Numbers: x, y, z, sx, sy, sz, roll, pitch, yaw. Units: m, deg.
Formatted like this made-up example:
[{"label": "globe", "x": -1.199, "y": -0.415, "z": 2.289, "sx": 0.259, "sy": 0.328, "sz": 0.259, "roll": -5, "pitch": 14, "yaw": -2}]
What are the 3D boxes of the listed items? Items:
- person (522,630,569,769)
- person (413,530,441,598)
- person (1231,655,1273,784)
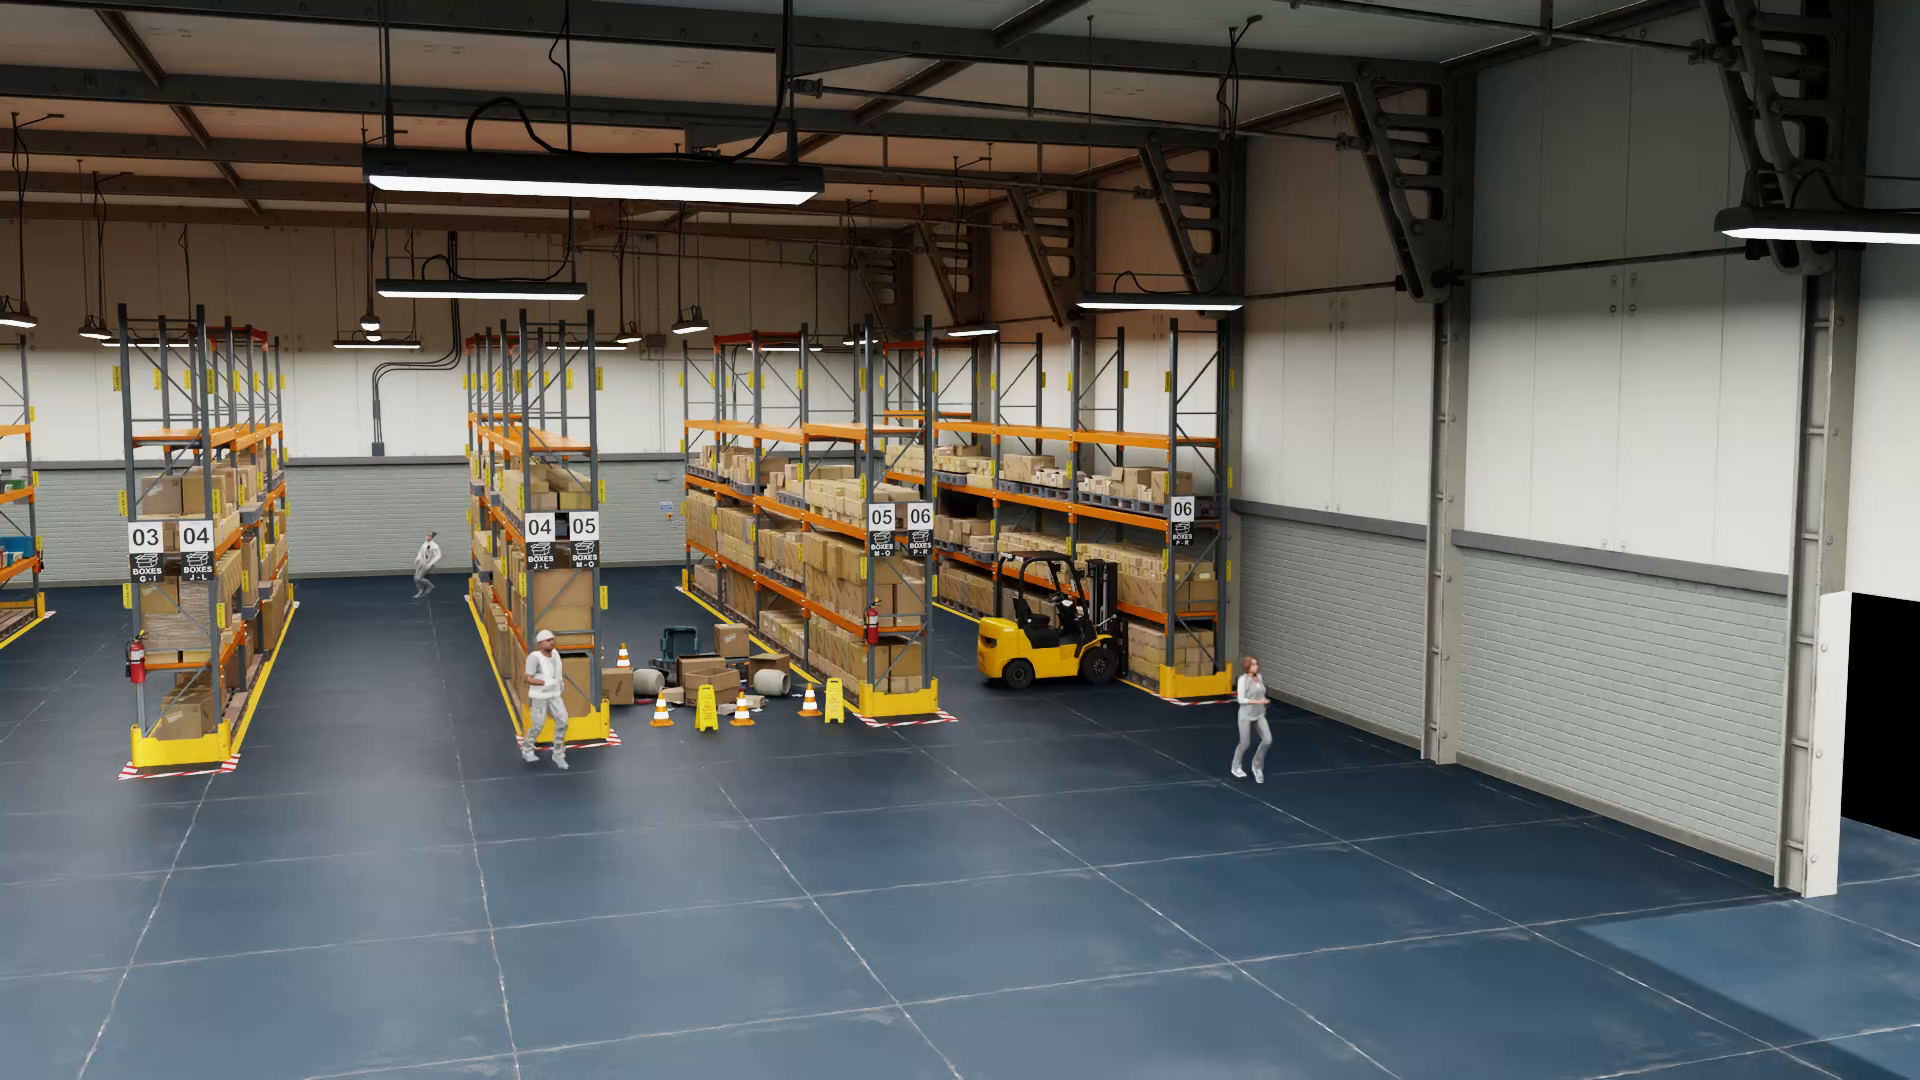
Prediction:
[{"label": "person", "x": -5.368, "y": 2.085, "z": 21.594, "sx": 0.767, "sy": 1.864, "sz": 0.708, "roll": 4, "pitch": 7, "yaw": 34}, {"label": "person", "x": -12.404, "y": 0.559, "z": 38.609, "sx": 0.710, "sy": 1.608, "sz": 0.494, "roll": 4, "pitch": 7, "yaw": 39}, {"label": "person", "x": 3.653, "y": 2.240, "z": 20.759, "sx": 0.508, "sy": 1.611, "sz": 0.672, "roll": -3, "pitch": 6, "yaw": -28}]
